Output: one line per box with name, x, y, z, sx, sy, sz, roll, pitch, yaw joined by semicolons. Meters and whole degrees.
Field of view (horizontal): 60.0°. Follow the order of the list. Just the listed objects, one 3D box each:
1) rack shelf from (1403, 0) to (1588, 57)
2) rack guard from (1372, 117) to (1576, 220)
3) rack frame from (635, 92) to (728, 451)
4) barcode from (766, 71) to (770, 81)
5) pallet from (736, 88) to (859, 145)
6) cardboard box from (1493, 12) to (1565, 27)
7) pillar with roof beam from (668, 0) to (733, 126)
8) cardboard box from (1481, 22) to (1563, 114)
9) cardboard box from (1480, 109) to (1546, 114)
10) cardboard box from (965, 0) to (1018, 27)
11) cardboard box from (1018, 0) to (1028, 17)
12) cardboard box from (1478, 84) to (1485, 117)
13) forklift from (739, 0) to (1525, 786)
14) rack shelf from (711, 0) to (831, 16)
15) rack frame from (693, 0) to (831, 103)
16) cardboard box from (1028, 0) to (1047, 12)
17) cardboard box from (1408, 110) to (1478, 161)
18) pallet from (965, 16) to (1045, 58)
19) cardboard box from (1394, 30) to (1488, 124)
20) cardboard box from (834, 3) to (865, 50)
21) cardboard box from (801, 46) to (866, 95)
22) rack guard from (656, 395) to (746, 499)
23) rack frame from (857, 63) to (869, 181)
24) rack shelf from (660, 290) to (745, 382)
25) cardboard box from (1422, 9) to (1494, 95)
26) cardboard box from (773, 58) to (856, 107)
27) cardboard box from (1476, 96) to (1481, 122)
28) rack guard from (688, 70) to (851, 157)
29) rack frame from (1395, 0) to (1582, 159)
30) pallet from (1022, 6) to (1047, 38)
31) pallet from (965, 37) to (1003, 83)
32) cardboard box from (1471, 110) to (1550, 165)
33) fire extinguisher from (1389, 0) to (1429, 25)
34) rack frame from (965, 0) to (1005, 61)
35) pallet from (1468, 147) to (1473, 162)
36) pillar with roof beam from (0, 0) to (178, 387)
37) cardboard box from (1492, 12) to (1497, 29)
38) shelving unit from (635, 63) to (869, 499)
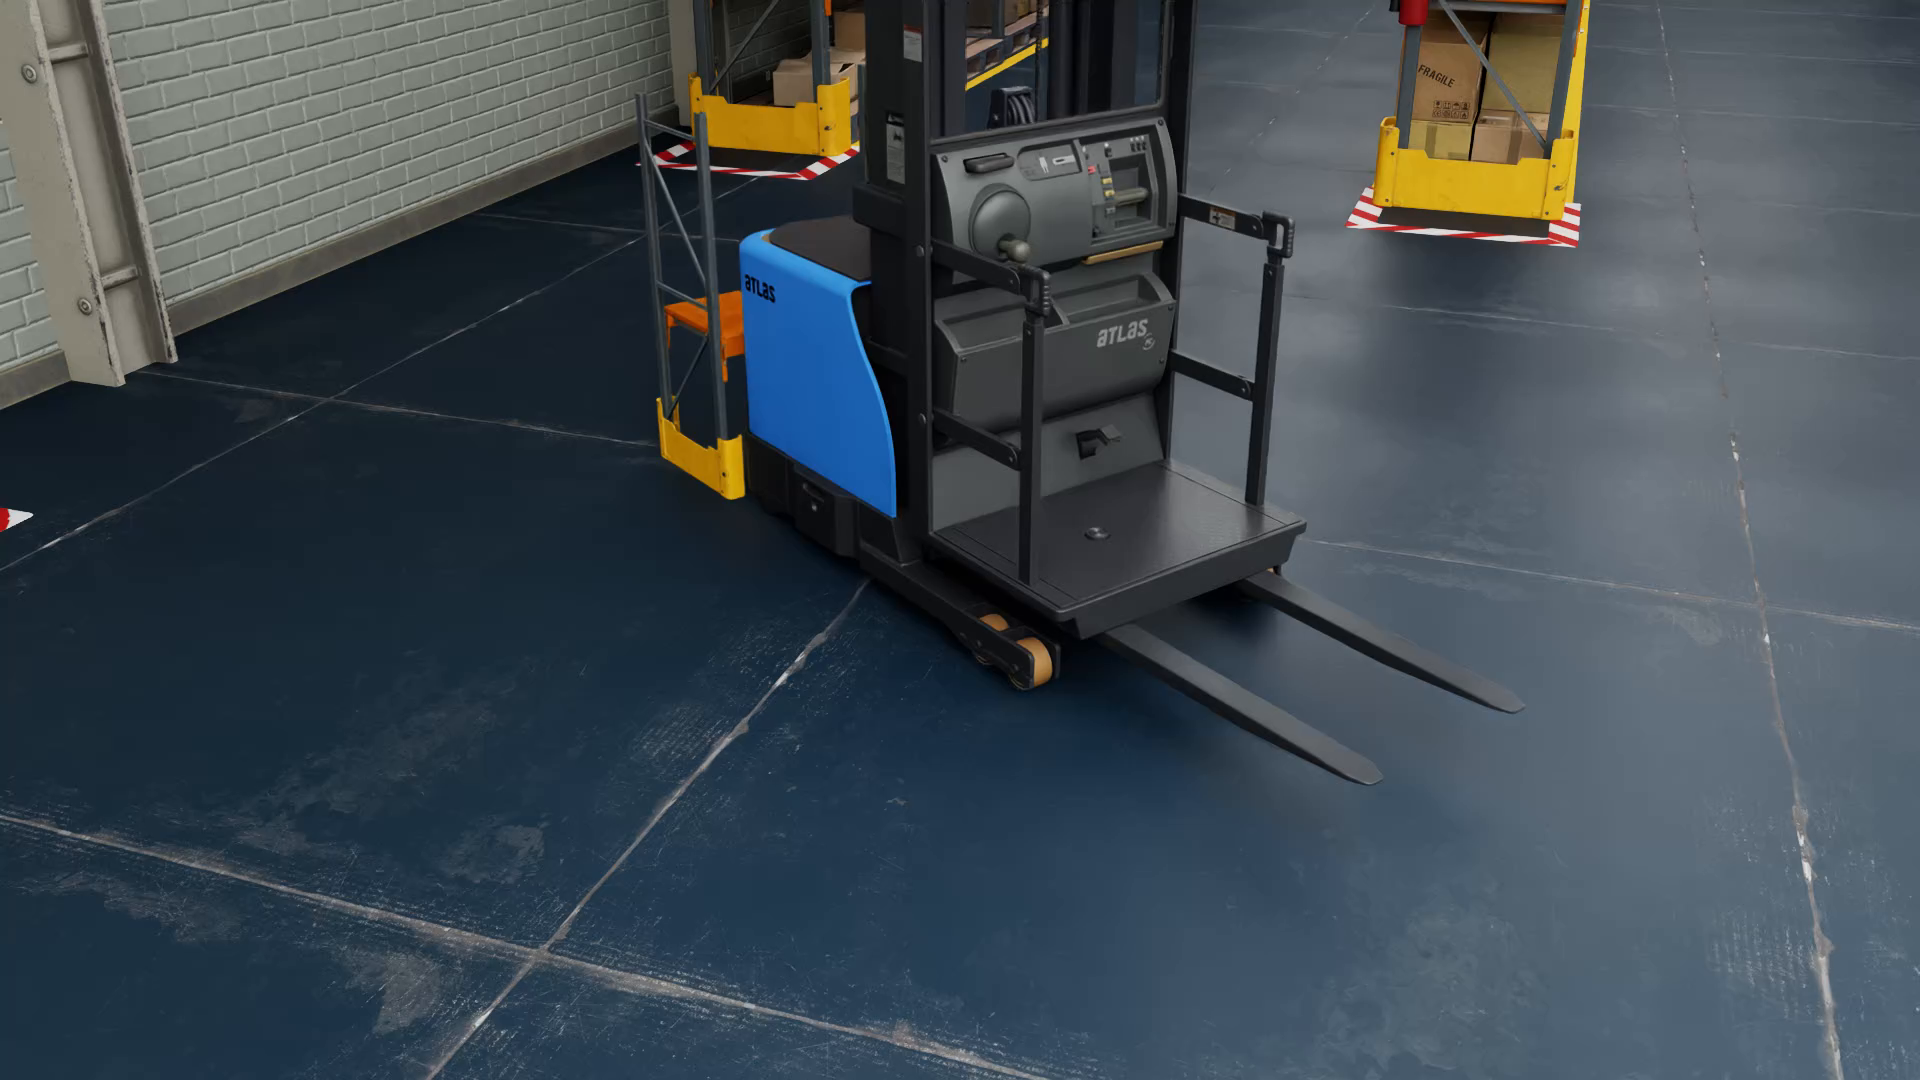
rack shelf;3.927;-3.998;11.891;1.077;0.370;4.000;9;27;17
rack guard;3.253;-2.365;10.561;1.175;0.500;0.348;9;27;17
rack frame;-1.072;-0.940;6.468;0.032;1.500;0.500;-18;31;-33
barcode;-1.467;-3.545;12.700;0.001;0.075;0.075;9;27;17
pallet;-1.082;-3.322;12.868;1.003;0.211;1.213;9;27;17
cardboard box;3.968;-3.390;11.622;0.500;0.500;0.500;9;27;17
pillar with roof beam;2.065;-6.706;9.773;9.100;9.000;0.400;9;27;17
cardboard box;3.814;-3.183;11.194;0.500;0.500;0.500;9;27;17
cardboard box;3.812;-2.845;11.358;0.500;0.250;0.500;9;27;17
cardboard box;0.149;-5.238;15.990;0.700;0.500;0.500;10;27;19
cardboard box;0.274;-5.458;16.444;0.700;0.500;0.500;8;27;16
cardboard box;3.481;-3.127;11.941;0.500;0.250;0.500;9;27;17
forklift;0.450;-1.086;5.130;1.130;2.935;3.031;-18;31;-32
rack shelf;-0.746;-4.715;13.371;1.077;0.370;4.000;9;27;17
rack frame;-1.411;-4.217;11.517;1.000;3.000;0.127;9;27;17
cardboard box;0.481;-5.662;16.865;0.700;0.500;0.500;9;27;18
cardboard box;3.161;-2.715;11.088;0.500;0.250;0.500;9;27;17
pallet;0.177;-4.926;16.181;1.003;0.211;1.213;9;27;17
cardboard box;3.159;-3.052;10.925;0.500;0.500;0.500;9;27;17
cardboard box;-0.615;-4.089;13.618;0.700;0.500;0.500;7;27;14
cardboard box;-0.907;-3.710;13.051;0.500;0.311;0.500;11;28;22
rack guard;-1.055;-0.382;6.749;0.087;0.250;0.587;-18;31;-33
rack frame;-0.261;-1.207;7.020;0.032;1.500;0.500;-18;31;-33
rack shelf;-0.666;-0.911;6.822;1.000;0.185;0.538;-18;31;-33
cardboard box;3.478;-3.465;11.778;0.500;0.500;0.500;9;27;17
cardboard box;-1.096;-3.476;12.567;0.500;0.311;0.500;6;26;12
cardboard box;3.316;-2.922;11.516;0.500;0.250;0.500;9;27;17
rack guard;-1.386;-3.123;12.126;1.175;0.500;0.348;9;27;17
rack frame;3.261;-3.500;10.036;1.000;3.000;0.127;9;27;17
pallet;0.582;-5.429;17.220;1.003;0.211;1.213;9;27;17
pallet;-0.270;-4.324;14.939;1.003;0.211;1.213;9;27;17
cardboard box;3.649;-2.639;10.933;0.500;0.250;0.500;9;27;17
fire extinguisher;2.784;-3.484;10.092;0.296;0.674;0.183;9;27;17
rack frame;-0.080;-5.860;14.912;1.000;3.000;0.127;9;27;17
pallet;3.476;-2.565;11.306;1.003;0.211;1.213;9;27;17
pillar with roof beam;0.069;-4.240;4.681;9.100;9.000;0.400;9;27;17
cardboard box;3.646;-3.671;12.202;0.500;0.500;0.500;9;27;17
shelving unit;-0.659;-1.076;6.749;1.083;1.500;0.587;-18;31;-33
